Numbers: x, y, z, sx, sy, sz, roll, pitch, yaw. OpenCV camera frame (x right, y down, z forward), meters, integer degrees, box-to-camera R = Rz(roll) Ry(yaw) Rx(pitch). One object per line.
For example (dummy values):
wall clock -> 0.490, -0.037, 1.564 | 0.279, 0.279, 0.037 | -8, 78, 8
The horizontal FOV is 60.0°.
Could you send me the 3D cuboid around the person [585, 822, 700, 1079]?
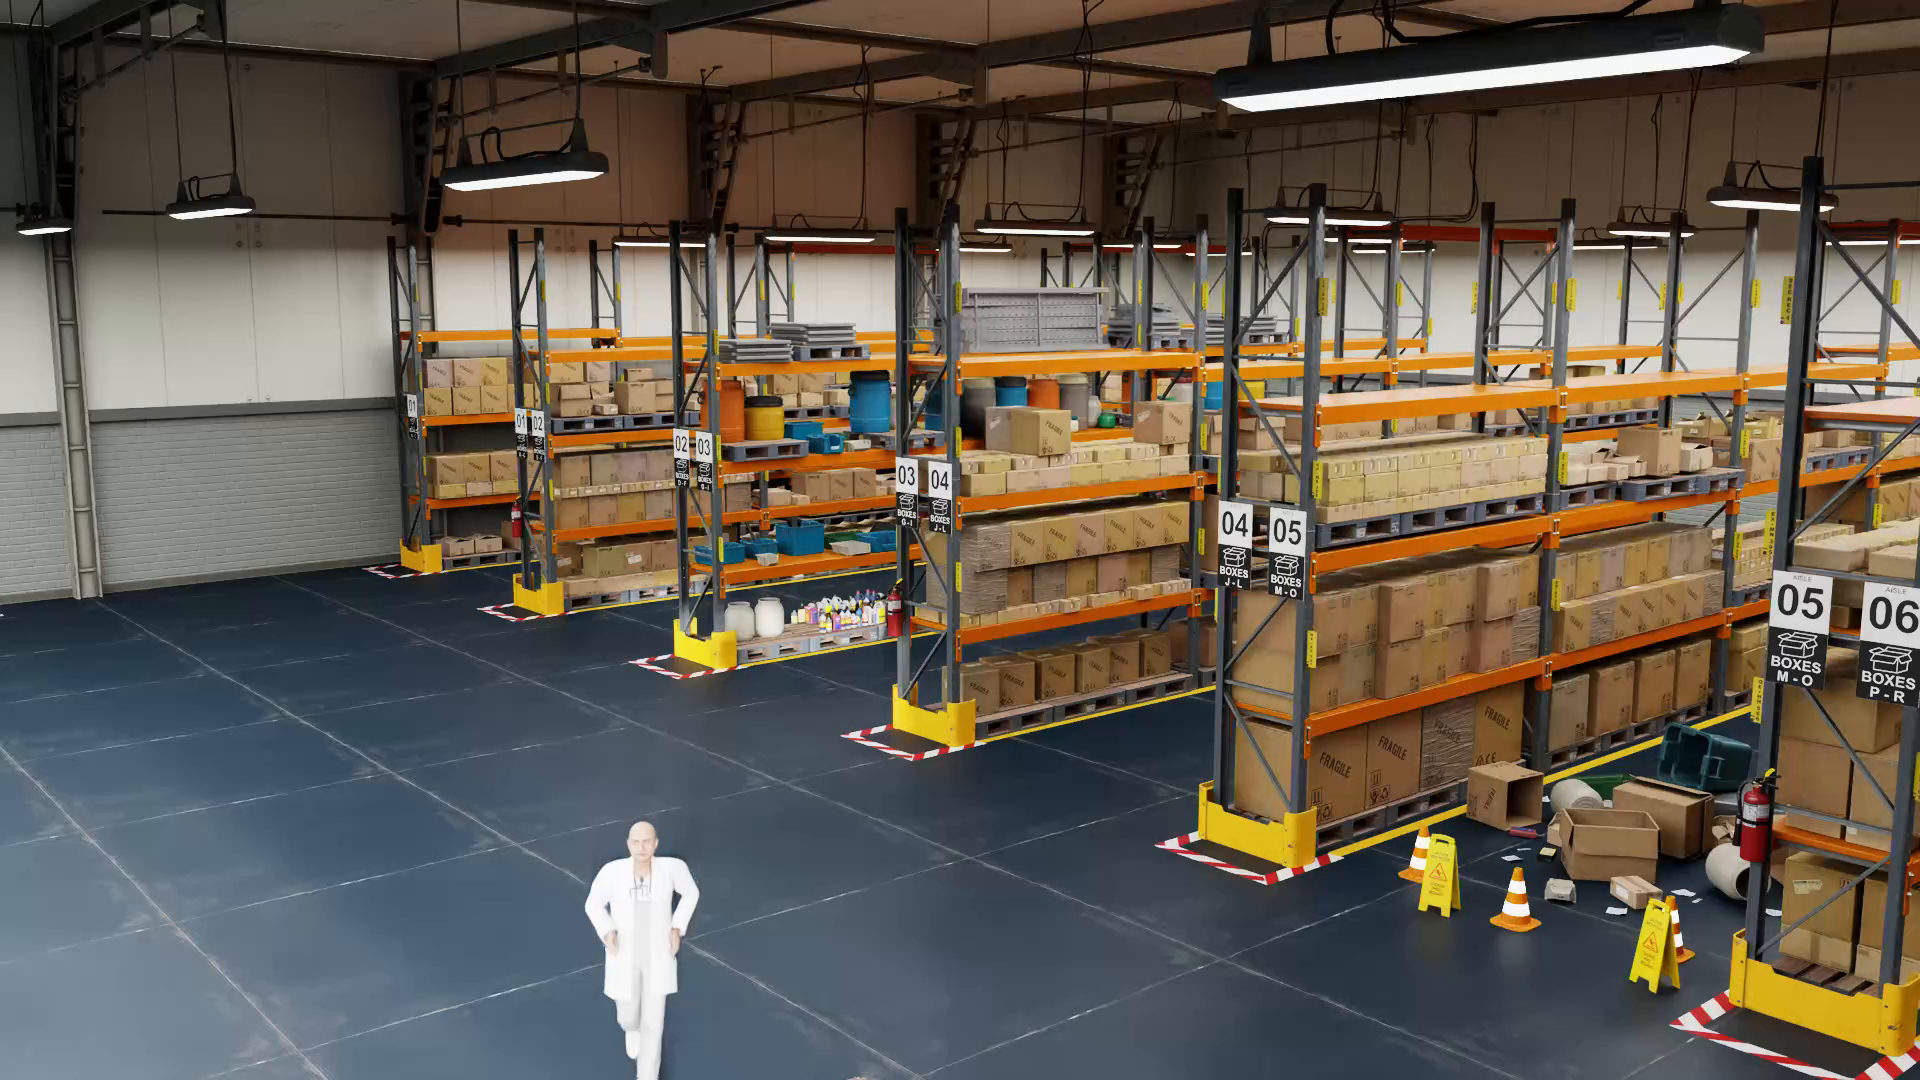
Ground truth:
person -> -2.033, 2.658, 10.706 | 0.725, 1.757, 0.913 | -2, 9, -10
